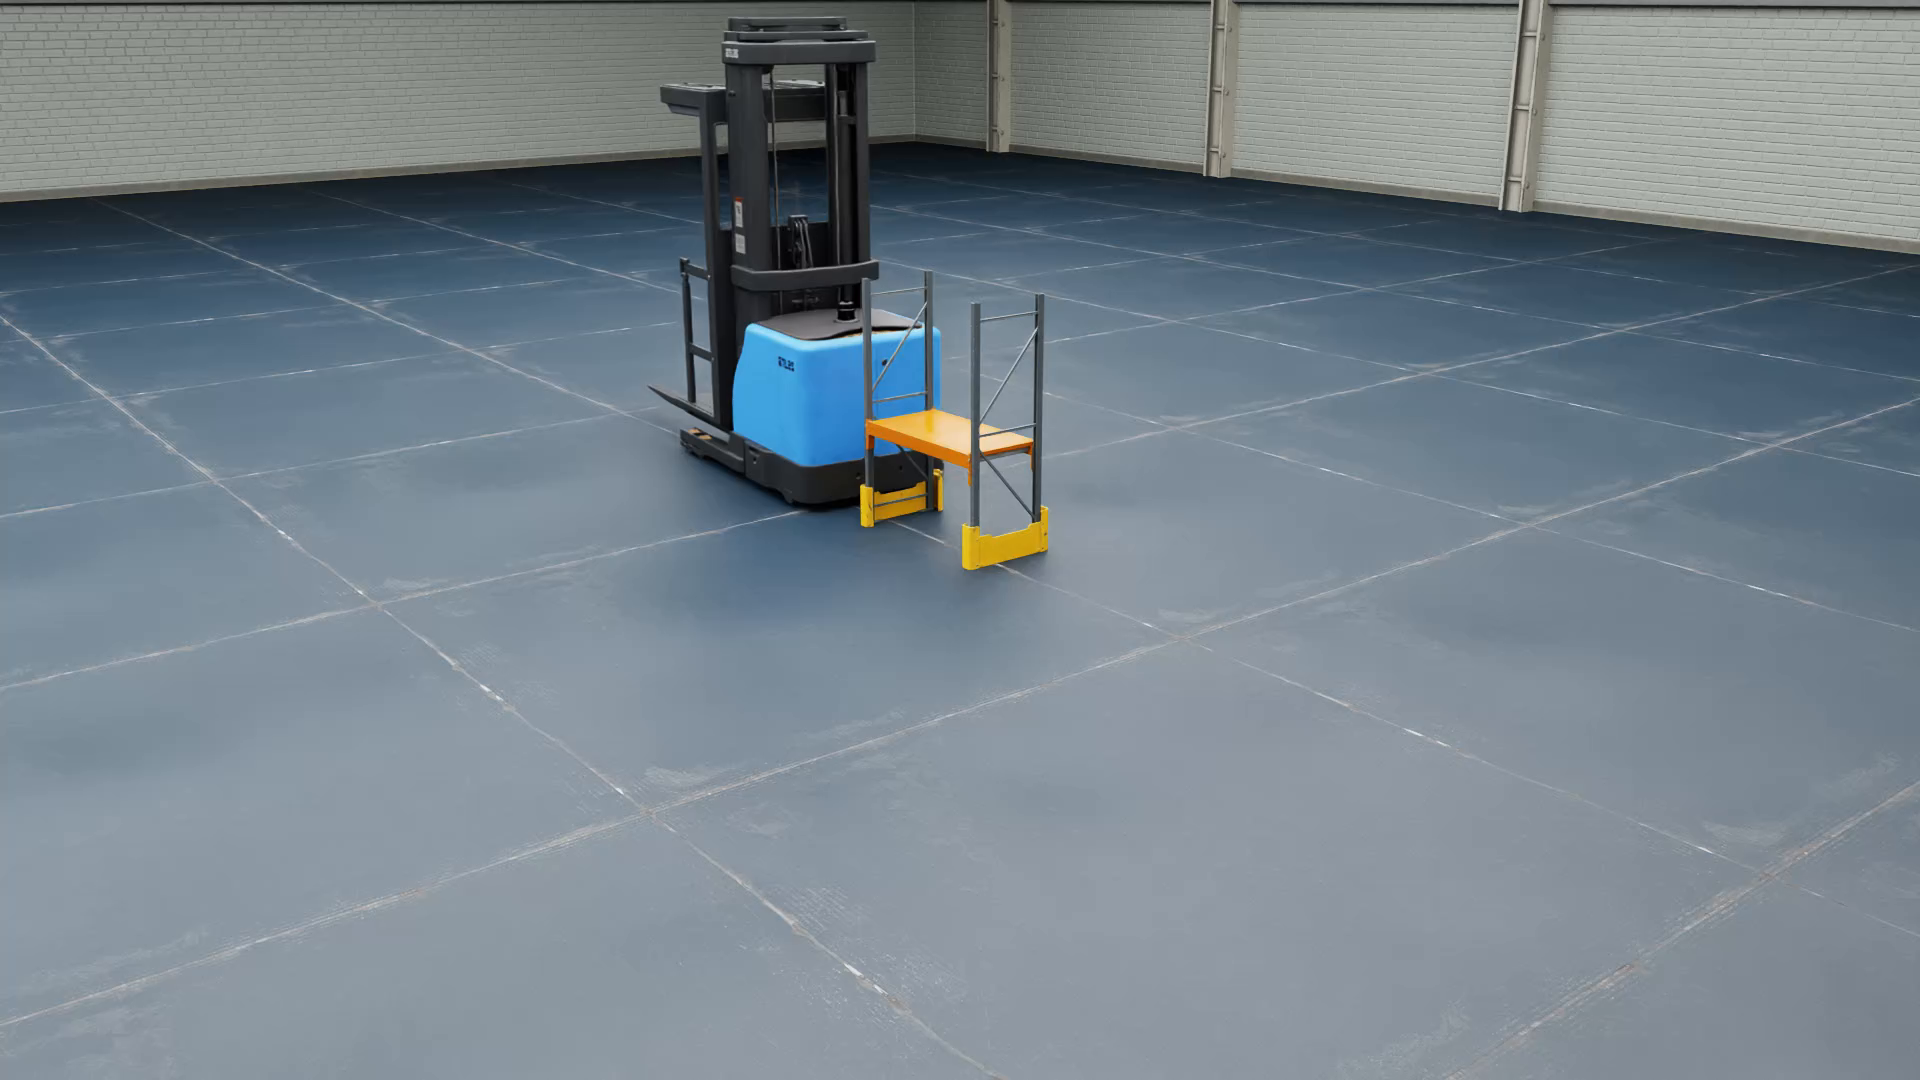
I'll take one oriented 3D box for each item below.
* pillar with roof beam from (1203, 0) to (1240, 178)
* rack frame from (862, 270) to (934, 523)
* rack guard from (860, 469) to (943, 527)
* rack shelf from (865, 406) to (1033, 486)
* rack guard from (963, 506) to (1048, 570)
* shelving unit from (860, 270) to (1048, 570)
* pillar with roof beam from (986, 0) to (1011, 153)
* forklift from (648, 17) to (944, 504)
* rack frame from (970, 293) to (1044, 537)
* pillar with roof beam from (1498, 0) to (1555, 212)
[{"bbox_3d":[1.121,-9.788,25.108,9.100,9.000,0.400,-14,23,-36],"label":"pillar with roof beam"},{"bbox_3d":[-0.369,-0.858,10.069,0.500,1.500,0.032,-14,23,-36],"label":"rack frame"},{"bbox_3d":[-0.357,-0.260,10.251,0.587,0.250,0.087,-14,23,-36],"label":"rack guard"},{"bbox_3d":[-0.053,-0.562,9.747,0.538,0.185,1.000,-14,23,-36],"label":"rack shelf"},{"bbox_3d":[0.262,-0.015,9.509,0.587,0.250,0.087,-14,23,-36],"label":"rack guard"},{"bbox_3d":[-0.047,-0.731,9.683,0.587,1.500,1.083,-14,23,-36],"label":"shelving unit"},{"bbox_3d":[-2.604,-11.267,29.573,9.100,9.000,0.400,-14,23,-36],"label":"pillar with roof beam"},{"bbox_3d":[-1.312,-2.025,11.316,1.130,2.935,3.031,-11,21,-30],"label":"forklift"},{"bbox_3d":[0.263,-0.608,9.312,0.500,1.500,0.032,-14,23,-36],"label":"rack frame"},{"bbox_3d":[4.846,-8.310,20.643,9.100,9.000,0.400,-14,23,-36],"label":"pillar with roof beam"}]
